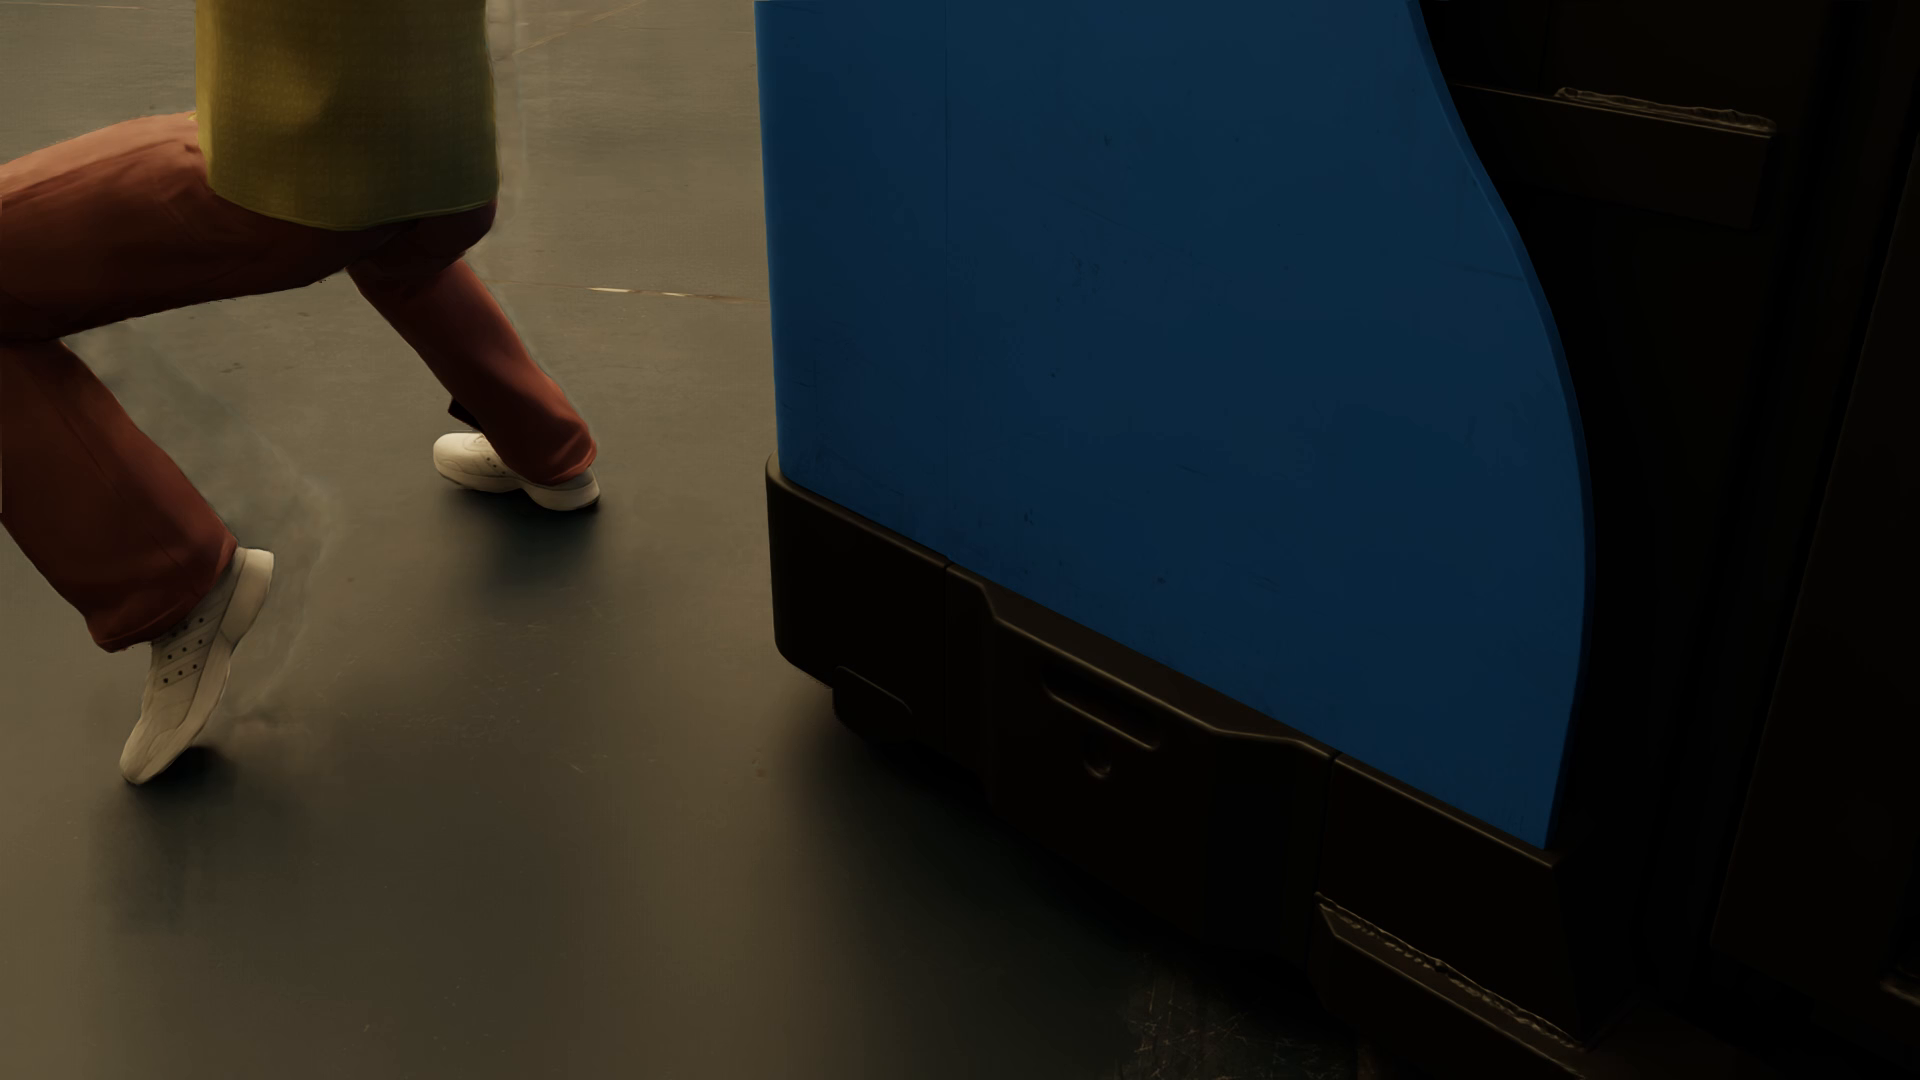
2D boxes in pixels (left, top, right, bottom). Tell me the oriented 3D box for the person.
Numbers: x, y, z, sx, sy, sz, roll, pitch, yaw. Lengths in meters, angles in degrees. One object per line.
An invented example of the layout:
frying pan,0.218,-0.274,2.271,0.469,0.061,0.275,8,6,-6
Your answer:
person,-0.832,-0.528,1.973,0.668,1.450,0.954,16,31,28

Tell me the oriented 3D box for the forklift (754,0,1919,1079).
forklift,1.146,-0.794,0.819,1.130,2.935,3.031,-23,35,-38
